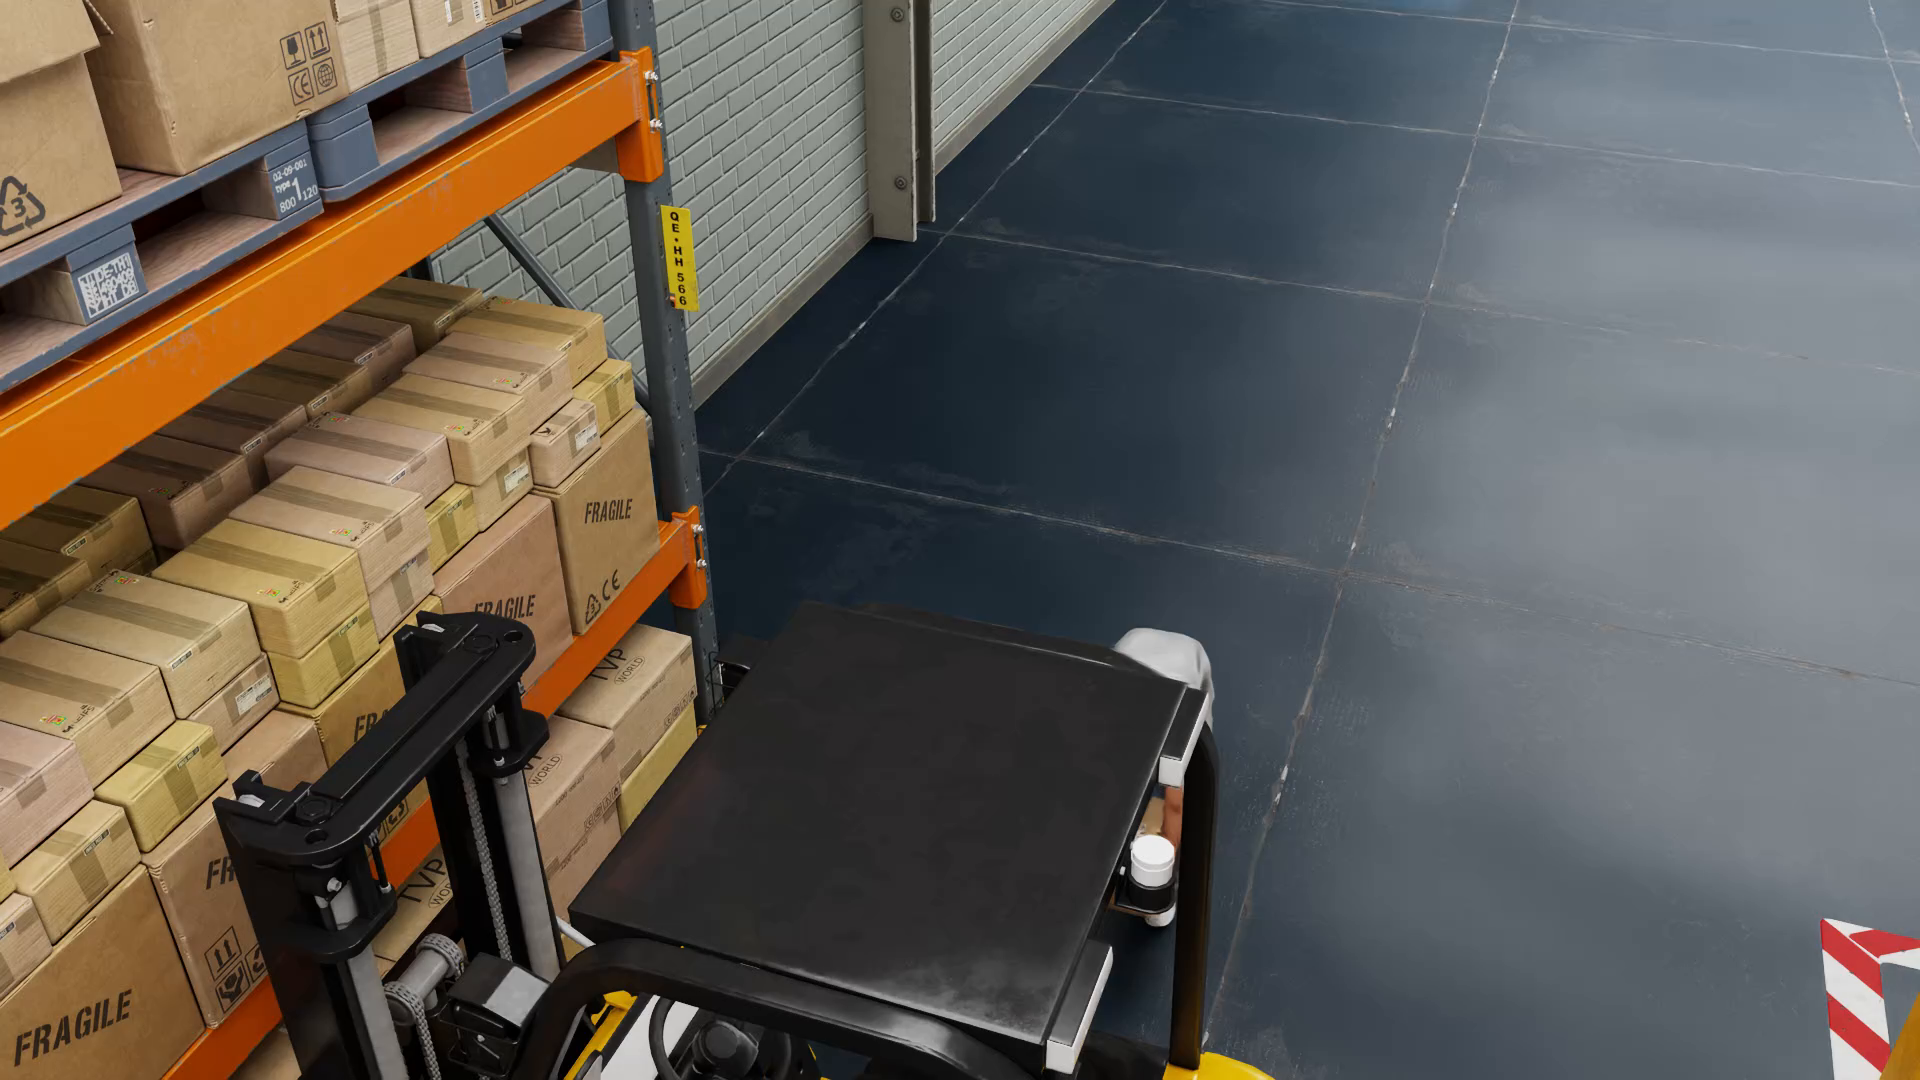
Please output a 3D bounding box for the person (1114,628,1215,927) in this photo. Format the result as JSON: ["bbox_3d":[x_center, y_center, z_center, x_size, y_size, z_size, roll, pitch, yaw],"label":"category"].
[{"bbox_3d":[0.568,0.806,5.363,0.429,1.188,0.844,10,35,15],"label":"person"}]
